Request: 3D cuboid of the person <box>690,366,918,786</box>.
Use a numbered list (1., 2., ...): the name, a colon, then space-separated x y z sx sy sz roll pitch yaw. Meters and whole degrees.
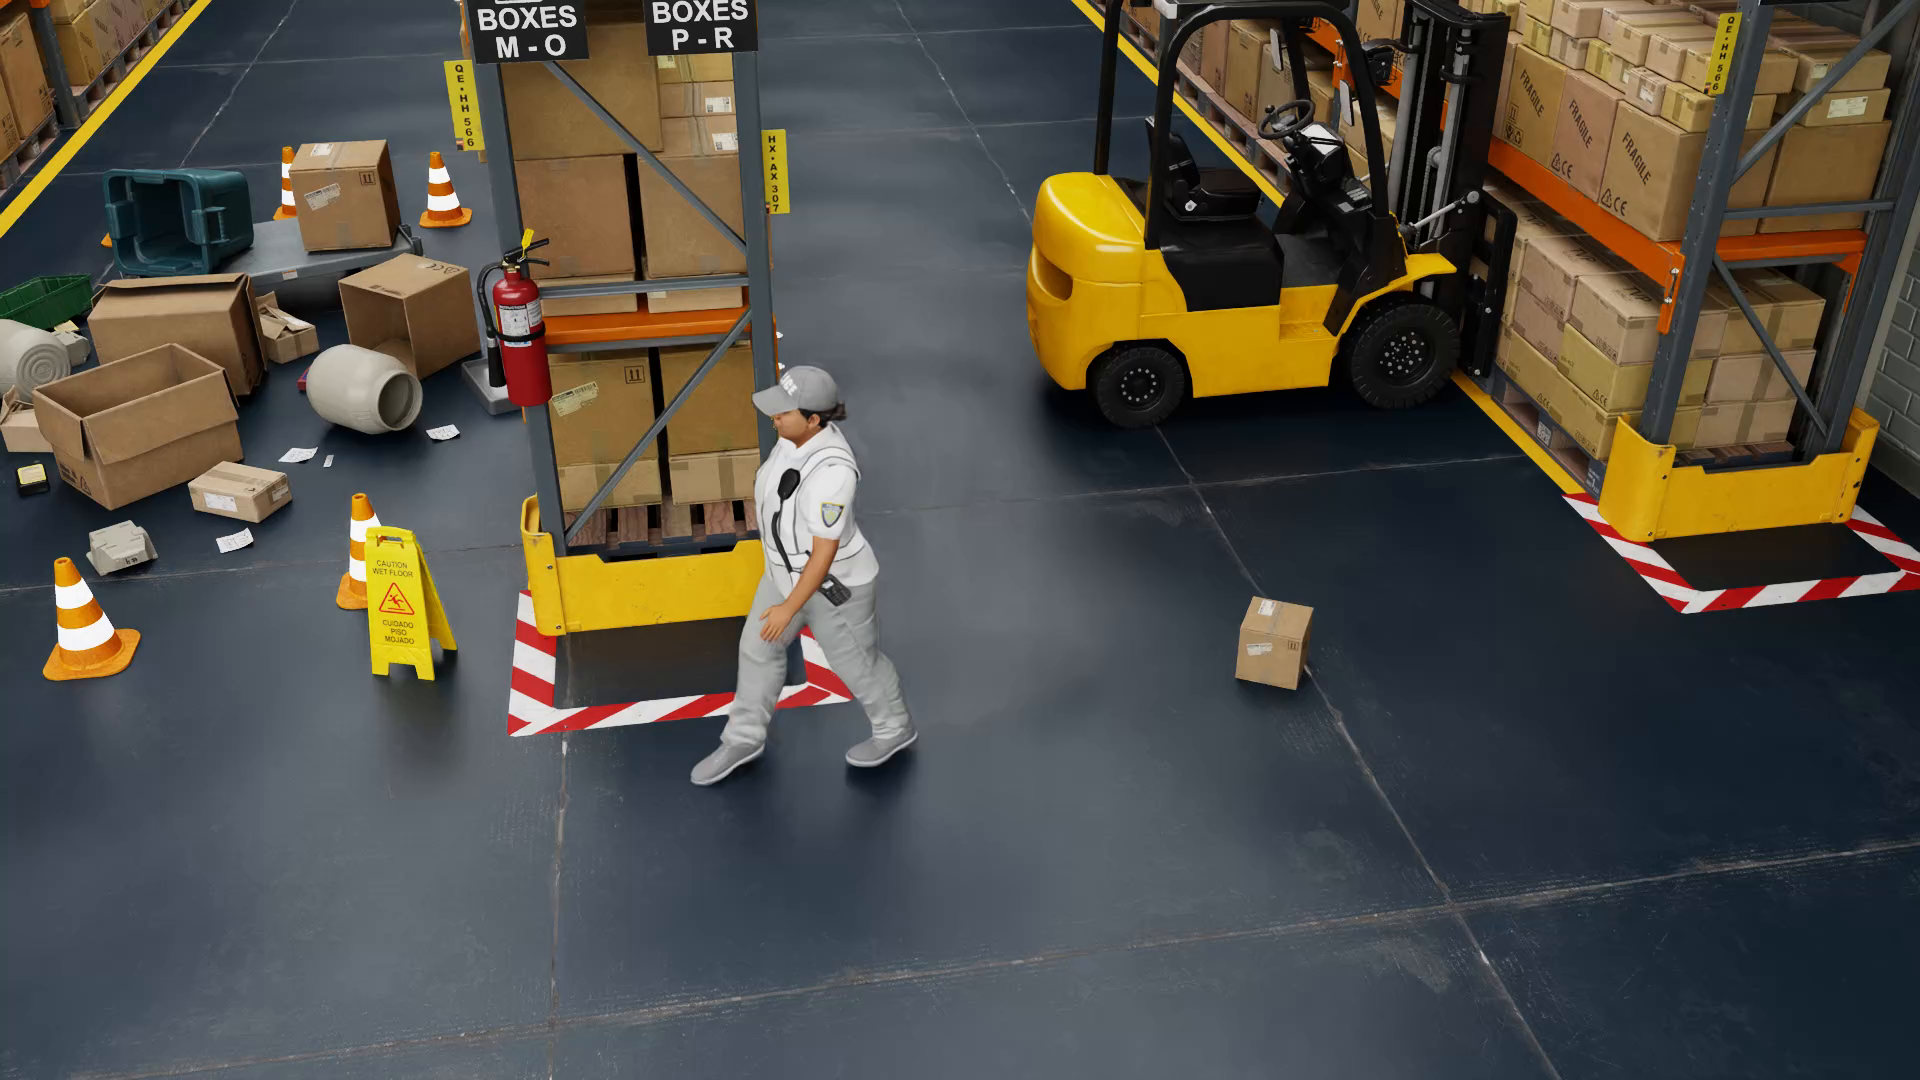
1. person: -0.570 0.165 5.857 0.840 1.668 0.495 -14 34 -22
